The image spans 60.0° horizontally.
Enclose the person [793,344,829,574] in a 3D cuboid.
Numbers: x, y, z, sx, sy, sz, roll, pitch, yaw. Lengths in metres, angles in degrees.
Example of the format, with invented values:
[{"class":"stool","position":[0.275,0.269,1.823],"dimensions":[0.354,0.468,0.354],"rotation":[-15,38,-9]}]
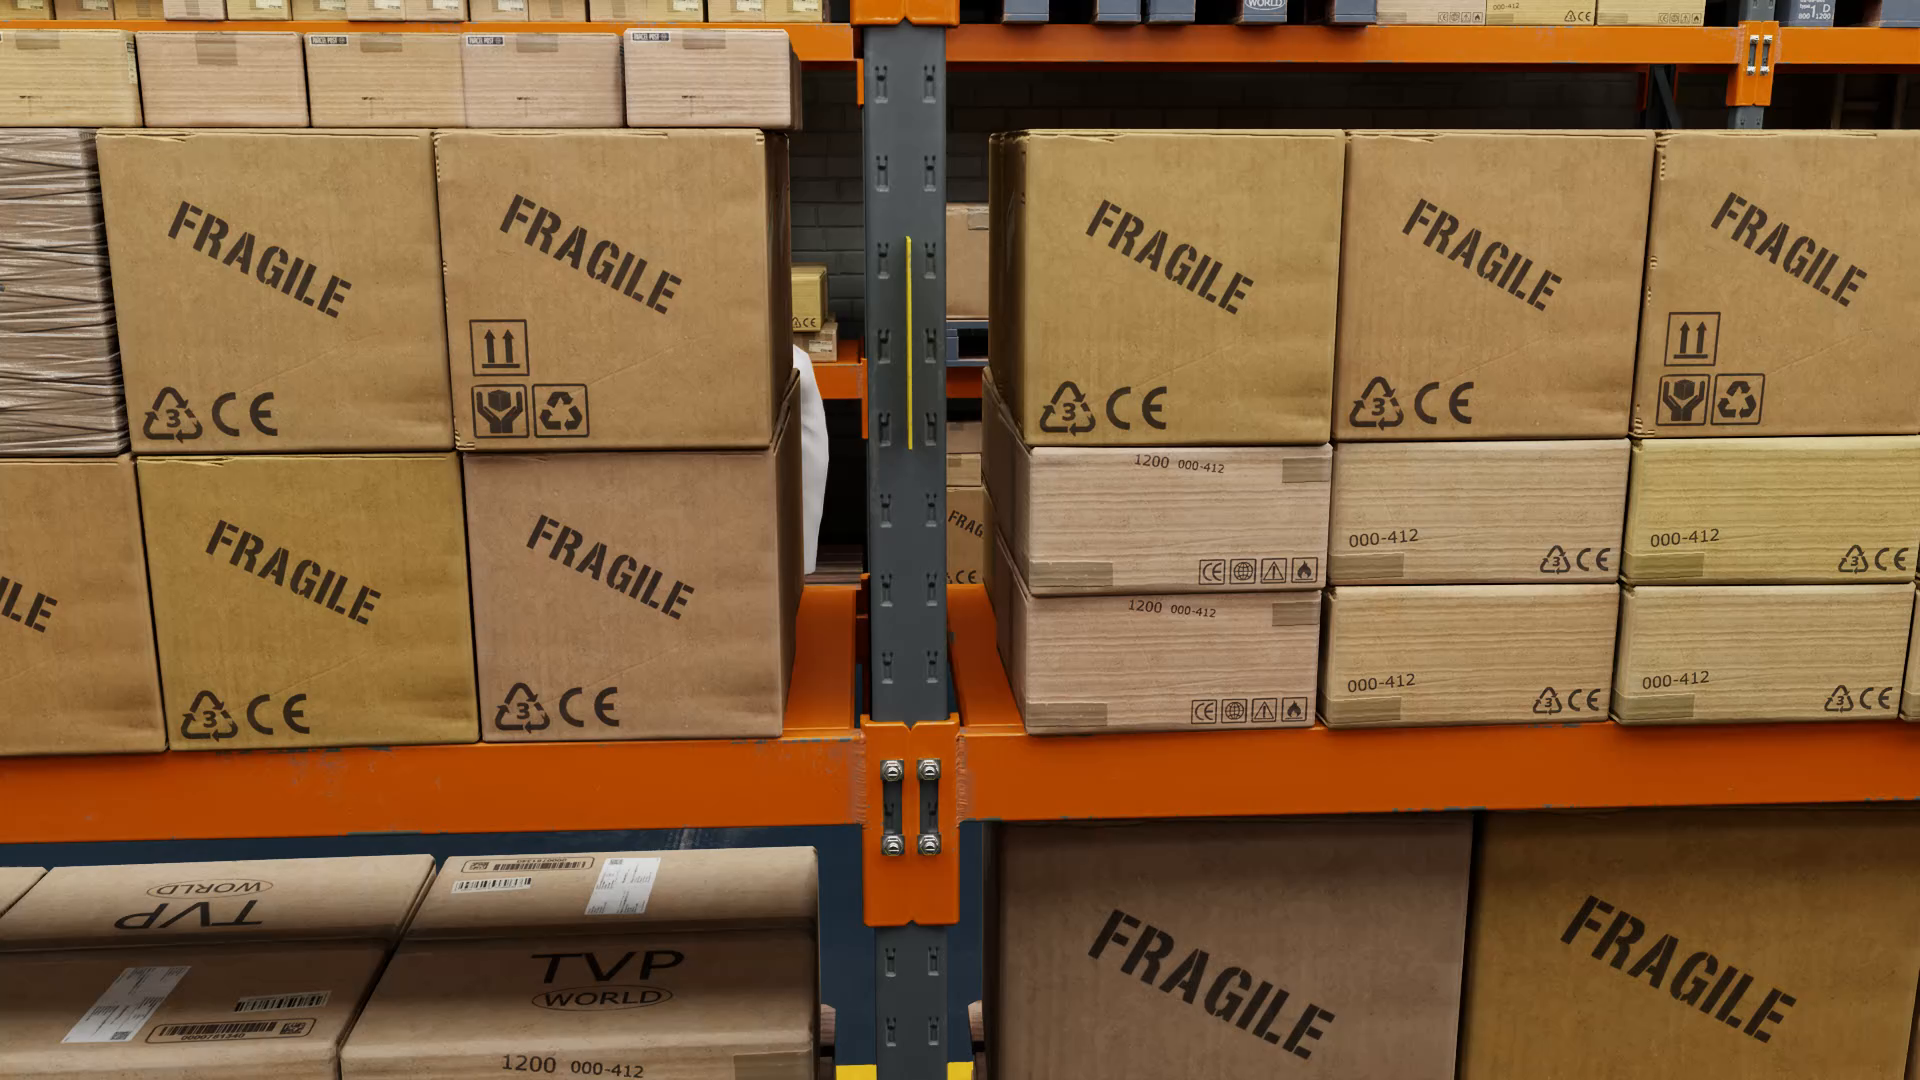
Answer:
[{"class":"person","position":[-0.725,-0.126,6.552],"dimensions":[0.425,1.774,0.644],"rotation":[-1,13,-3]}]
